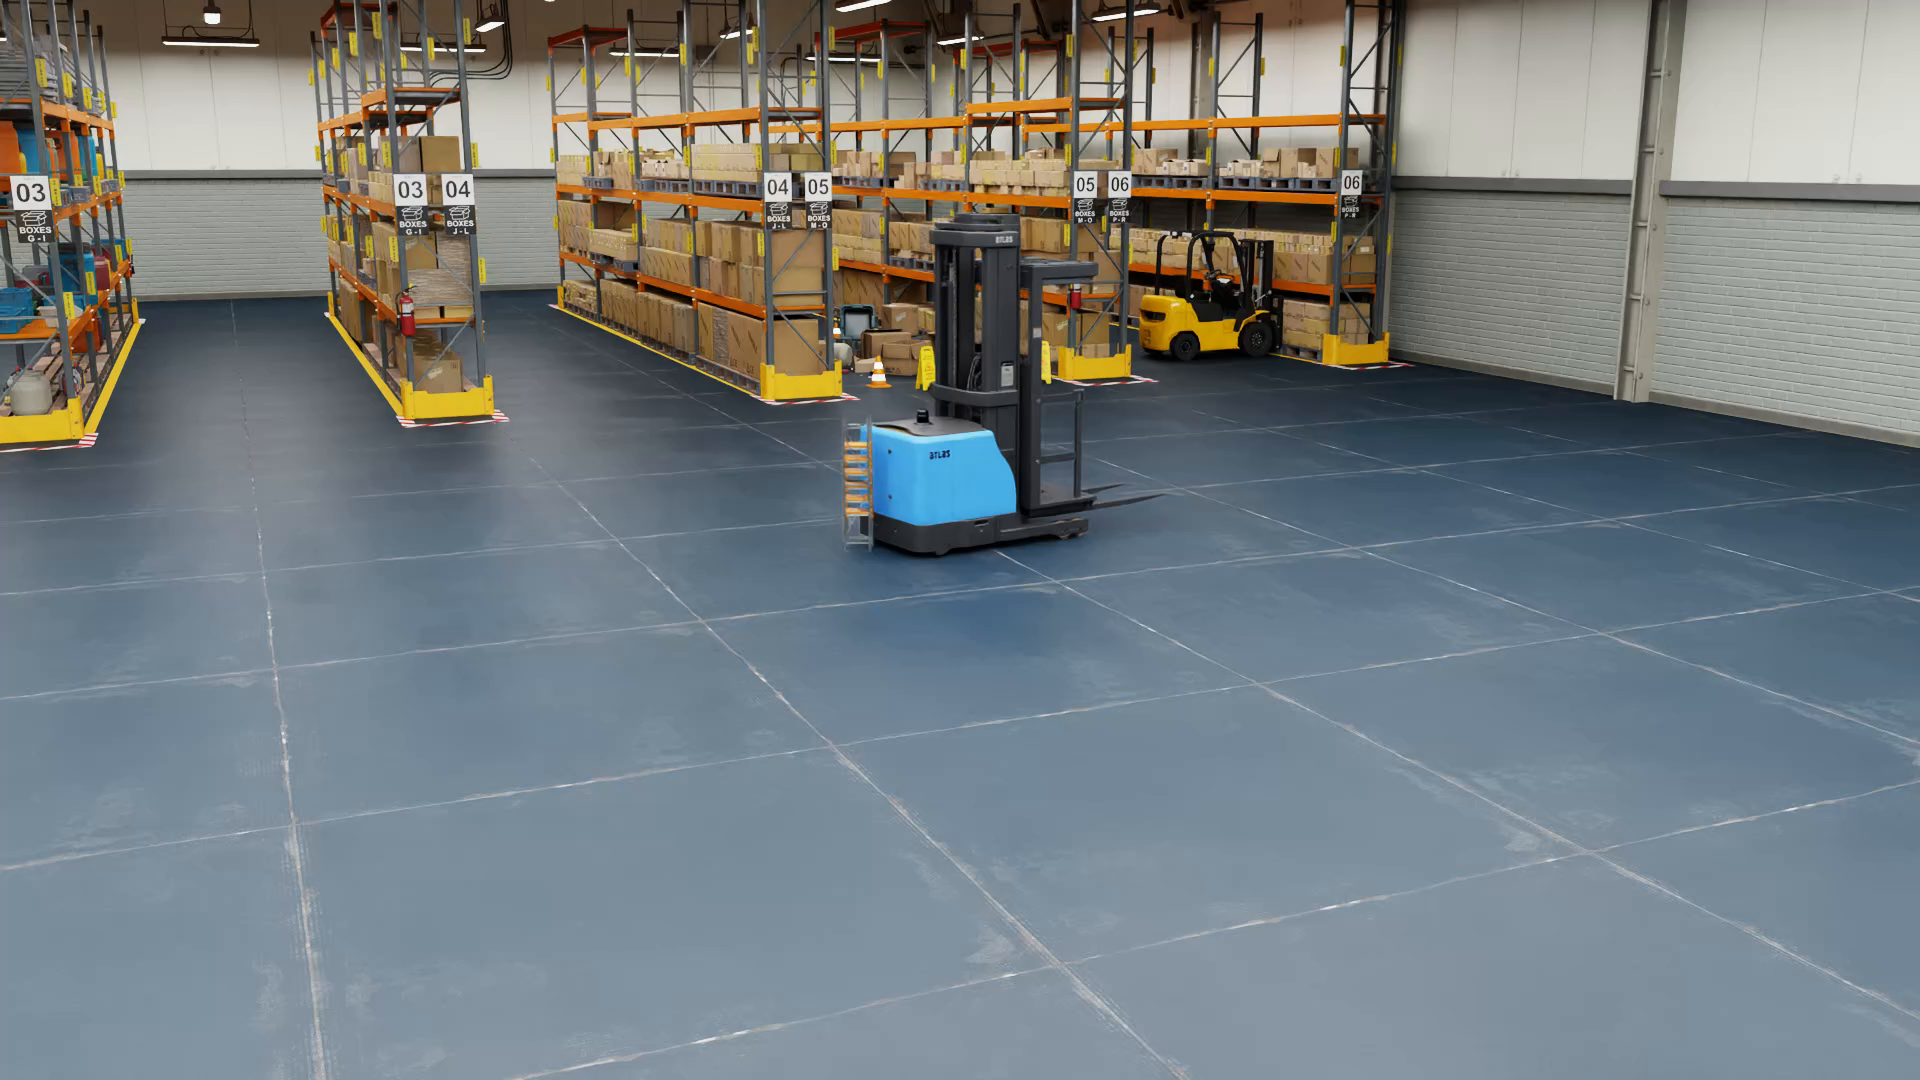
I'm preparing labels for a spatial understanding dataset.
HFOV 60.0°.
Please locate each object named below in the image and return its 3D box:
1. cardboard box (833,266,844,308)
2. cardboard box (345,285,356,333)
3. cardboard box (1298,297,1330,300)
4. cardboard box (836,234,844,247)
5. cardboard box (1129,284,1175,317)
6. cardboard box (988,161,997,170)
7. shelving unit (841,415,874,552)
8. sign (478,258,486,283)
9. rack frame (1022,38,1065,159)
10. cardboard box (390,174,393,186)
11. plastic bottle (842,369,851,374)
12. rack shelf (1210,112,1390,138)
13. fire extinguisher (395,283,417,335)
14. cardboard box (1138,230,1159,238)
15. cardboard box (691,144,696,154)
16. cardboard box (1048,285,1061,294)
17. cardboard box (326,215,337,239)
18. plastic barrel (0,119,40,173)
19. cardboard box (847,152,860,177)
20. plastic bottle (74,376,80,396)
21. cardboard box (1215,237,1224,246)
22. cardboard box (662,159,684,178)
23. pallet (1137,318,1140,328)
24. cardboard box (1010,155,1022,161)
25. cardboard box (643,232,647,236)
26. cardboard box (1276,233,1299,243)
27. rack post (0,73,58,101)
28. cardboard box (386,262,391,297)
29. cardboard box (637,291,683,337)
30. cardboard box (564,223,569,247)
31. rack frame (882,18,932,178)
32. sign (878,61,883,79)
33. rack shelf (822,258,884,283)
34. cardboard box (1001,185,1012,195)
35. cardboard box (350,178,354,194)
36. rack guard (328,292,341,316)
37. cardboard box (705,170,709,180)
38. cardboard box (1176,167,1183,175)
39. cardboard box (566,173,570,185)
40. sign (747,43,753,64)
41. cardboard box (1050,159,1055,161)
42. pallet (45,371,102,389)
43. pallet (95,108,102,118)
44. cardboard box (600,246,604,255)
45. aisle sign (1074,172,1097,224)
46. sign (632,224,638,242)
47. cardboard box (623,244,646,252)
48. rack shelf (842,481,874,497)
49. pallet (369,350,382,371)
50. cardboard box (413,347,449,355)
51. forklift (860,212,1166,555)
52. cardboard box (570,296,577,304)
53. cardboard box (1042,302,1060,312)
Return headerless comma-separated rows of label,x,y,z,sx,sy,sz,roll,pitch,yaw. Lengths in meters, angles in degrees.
cardboard box,-2.315,-5.566,36.427,0.875,0.875,0.875,-5,14,-21
cardboard box,-10.722,-4.295,30.934,1.225,0.875,0.875,-6,14,-23
cardboard box,6.303,-4.163,29.533,0.500,0.250,0.500,-6,14,-23
cardboard box,-2.307,-6.360,35.299,0.500,0.250,0.500,-5,14,-22
cardboard box,4.018,-4.923,34.205,0.875,0.625,0.625,-5,14,-21
cardboard box,0.704,-6.334,28.102,0.380,0.149,0.250,-6,14,-23
shelving unit,-0.905,-0.499,14.736,0.258,1.200,0.189,1,15,4
sign,-6.413,-3.614,22.292,0.100,0.325,0.005,-6,14,-23
rack frame,1.910,-9.889,38.021,1.000,3.000,0.127,-6,14,-23
cardboard box,-7.307,-4.755,21.937,0.380,0.149,0.250,-6,14,-23
plastic bottle,-1.902,-2.721,26.873,0.283,0.061,0.133,-12,18,-42
rack shelf,5.915,-7.278,29.220,1.077,0.370,4.000,-6,14,-23
fire extinguisher,-7.287,-3.040,21.904,0.296,0.674,0.183,-6,14,-23
cardboard box,3.849,-6.204,33.744,0.380,0.149,0.250,-5,14,-22
cardboard box,-4.093,-6.271,26.677,0.380,0.149,0.250,-5,14,-22
cardboard box,1.621,-4.016,26.506,0.380,0.149,0.250,-6,14,-24
cardboard box,-13.174,-6.659,35.379,0.500,0.500,0.500,-6,14,-24
plastic barrel,-12.750,-5.217,22.443,0.600,0.901,0.708,-6,14,-23
cardboard box,-2.006,-7.743,34.249,0.500,0.500,0.500,-5,14,-22
plastic bottle,-12.148,-2.117,22.819,0.097,0.271,0.097,0,13,0
cardboard box,5.001,-5.589,31.084,0.380,0.149,0.250,-6,14,-24
cardboard box,-4.831,-6.410,28.686,0.500,0.311,0.500,-6,14,-25
pallet,4.291,-4.356,33.603,1.003,0.211,1.213,-6,14,-23
cardboard box,1.487,-8.826,38.643,0.500,0.250,0.500,-6,14,-23
cardboard box,-6.065,-5.979,32.739,0.380,0.149,0.250,-5,14,-21
cardboard box,5.777,-5.306,29.205,0.380,0.149,0.250,-5,14,-22
rack post,-11.635,-5.542,20.349,0.937,0.300,0.954,-4,14,-17
cardboard box,-7.766,-3.757,23.948,0.875,0.500,0.500,-6,14,-23
cardboard box,-5.368,-4.197,30.792,1.050,0.750,0.750,-6,14,-24
cardboard box,-8.570,-6.843,37.284,0.500,0.500,0.500,-6,14,-23
rack frame,-1.035,-8.614,32.510,1.000,3.000,0.127,-6,14,-23
sign,-1.542,-9.095,32.167,0.100,0.325,0.005,-6,14,-23
rack shelf,-1.836,-5.754,35.053,1.077,0.370,4.000,-6,14,-23
cardboard box,0.904,-5.843,27.747,0.380,0.149,0.250,-6,14,-24
cardboard box,-10.160,-6.064,28.479,0.500,0.250,0.500,-5,14,-22
rack guard,-13.329,-5.236,36.763,1.175,0.500,0.348,-6,14,-23
cardboard box,-3.789,-5.726,26.090,0.380,0.149,0.250,-6,14,-24
cardboard box,4.395,-7.106,32.051,0.380,0.149,0.250,-6,14,-23
cardboard box,-8.364,-7.934,36.557,0.500,0.250,0.500,-6,14,-25
sign,-3.409,-7.896,26.989,0.100,0.325,0.005,-6,14,-23
cardboard box,2.206,-8.342,36.734,0.380,0.149,0.250,-6,14,-23
pallet,-13.401,-2.322,24.815,1.003,0.211,1.213,-6,14,-23
pallet,-15.896,-7.642,29.620,1.003,0.211,1.213,-6,14,-23
cardboard box,-6.981,-5.795,33.263,0.380,0.149,0.250,-6,14,-25
aisle sign,1.929,-5.266,25.583,0.394,0.787,0.004,-6,14,-23
sign,-6.023,-5.697,30.822,0.100,0.325,0.005,-6,14,-23
cardboard box,-6.145,-5.511,31.375,0.380,0.149,0.250,-5,14,-22
rack shelf,-0.905,-0.456,14.747,0.258,0.103,0.180,1,15,4
pallet,-9.318,-3.024,27.848,1.003,0.211,1.213,-6,14,-23
cardboard box,-7.649,-2.512,24.062,0.500,0.500,0.500,-4,14,-18
forklift,0.581,-1.530,15.361,3.031,2.935,1.130,-9,16,-34
cardboard box,-8.530,-5.394,37.295,0.380,0.149,0.250,-5,14,-22
cardboard box,1.402,-3.796,27.065,0.380,0.149,0.250,-5,14,-21
